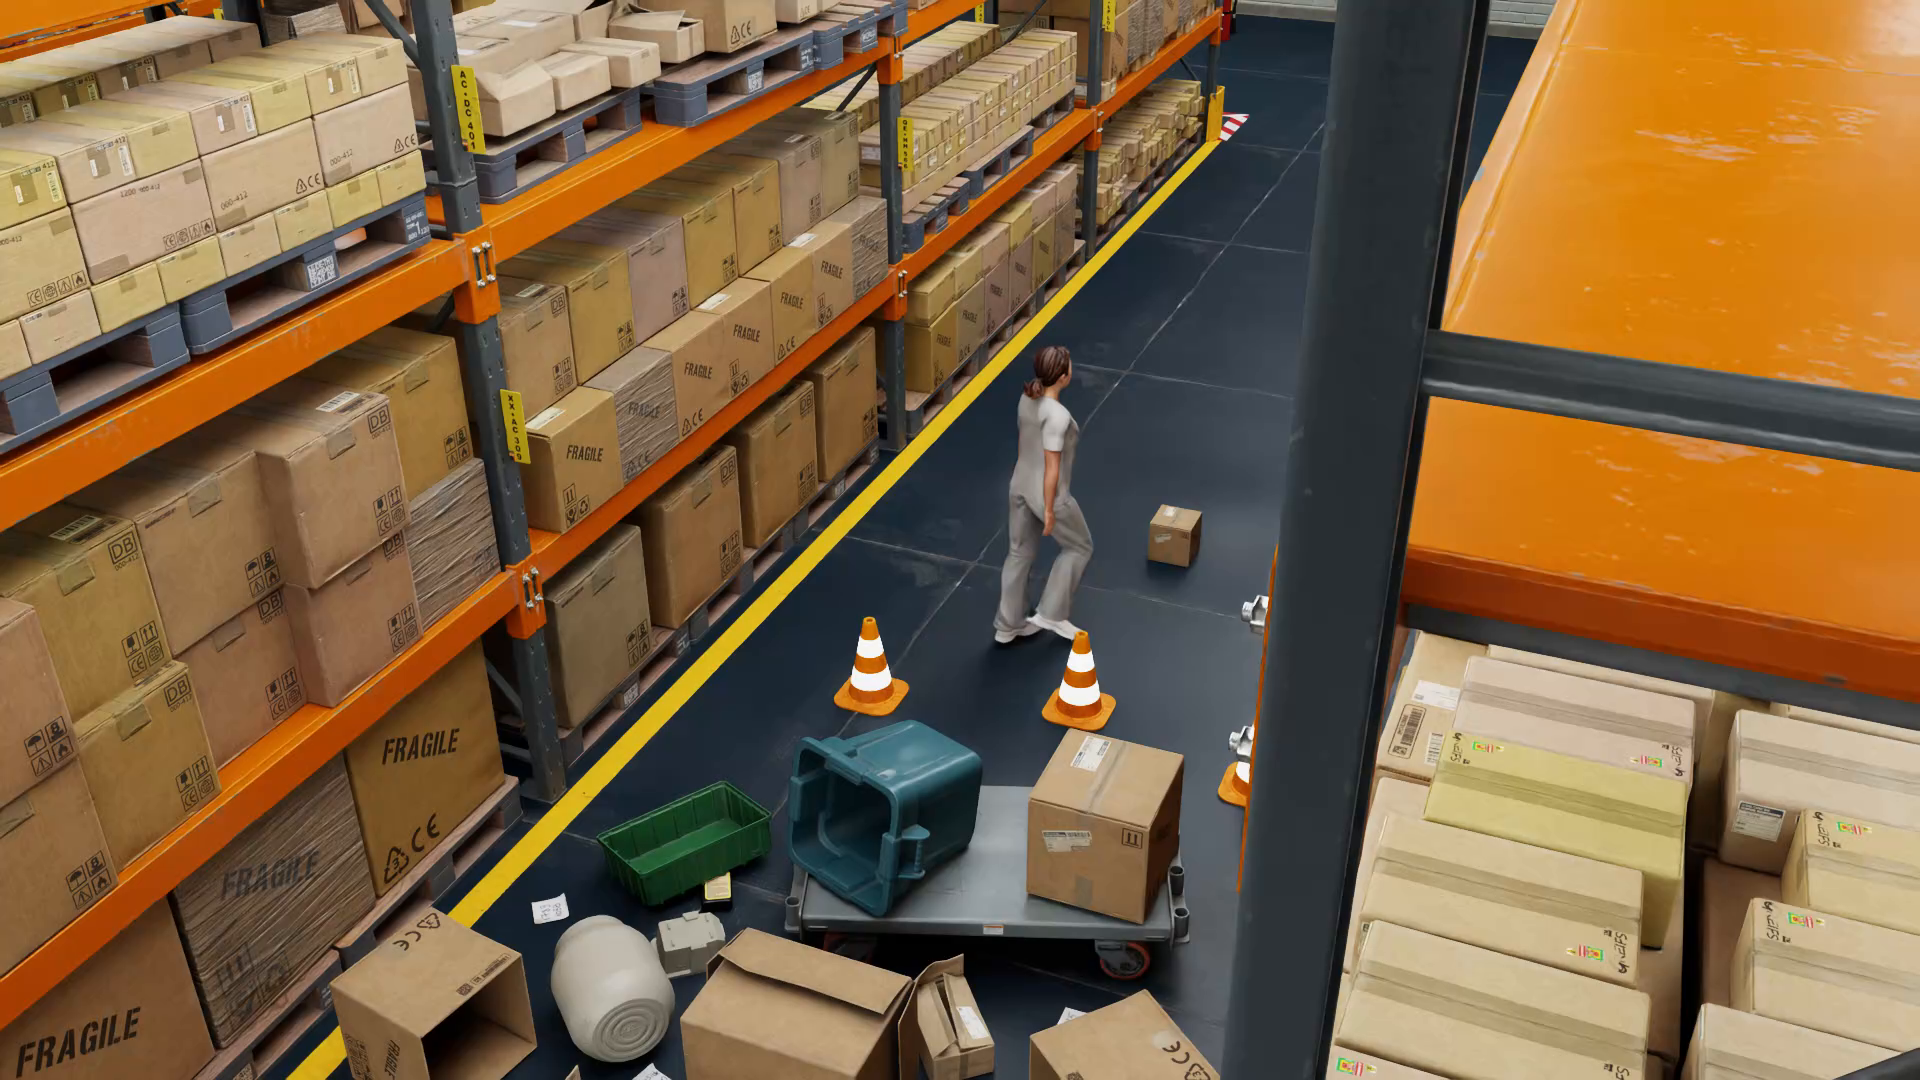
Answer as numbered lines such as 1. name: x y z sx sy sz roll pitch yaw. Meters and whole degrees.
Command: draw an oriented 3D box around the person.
1. person: 0.406 -0.222 8.776 0.527 1.673 0.472 -18 34 -29
